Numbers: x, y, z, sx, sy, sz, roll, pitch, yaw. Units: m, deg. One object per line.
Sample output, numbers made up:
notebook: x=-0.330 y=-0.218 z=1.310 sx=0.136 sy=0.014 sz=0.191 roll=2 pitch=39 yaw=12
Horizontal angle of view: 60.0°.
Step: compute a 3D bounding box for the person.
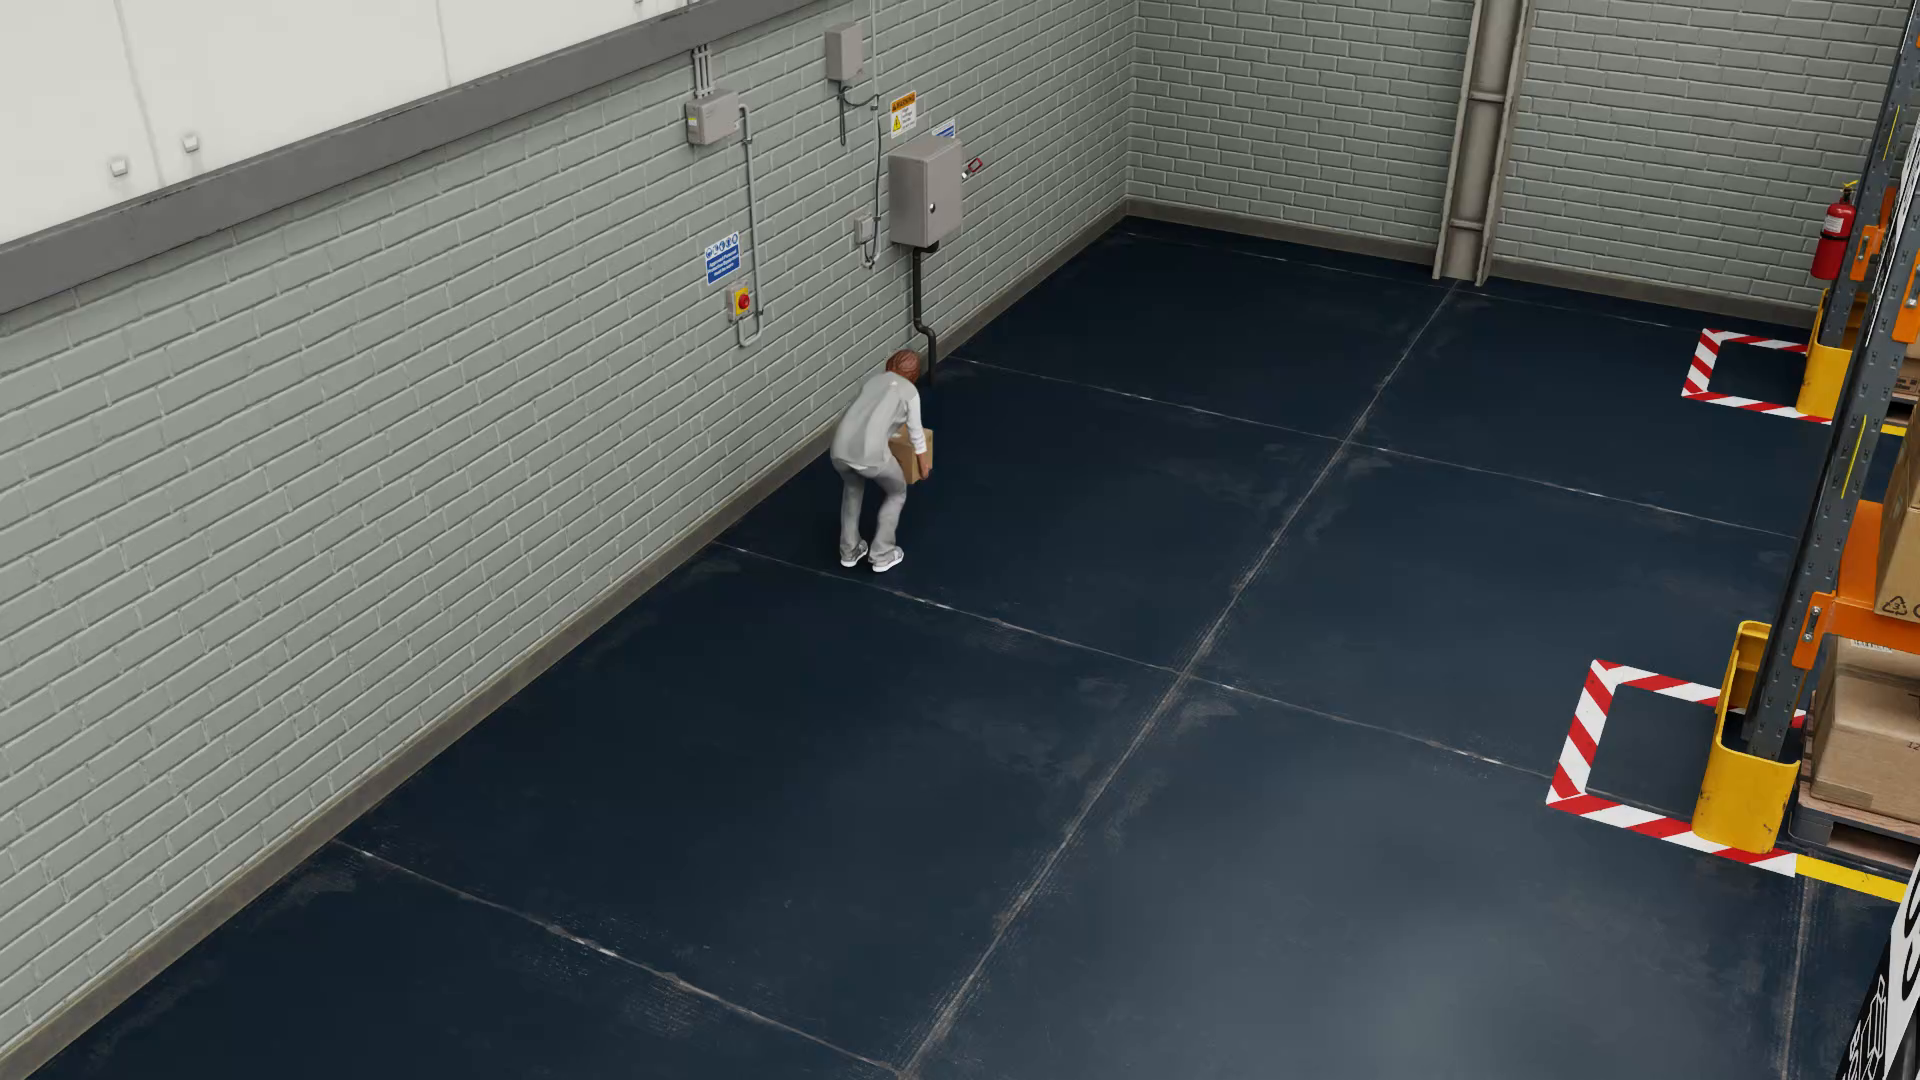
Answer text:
person: x=-0.442 y=-0.436 z=9.485 sx=0.395 sy=1.138 sz=0.836 roll=13 pitch=33 yaw=21
